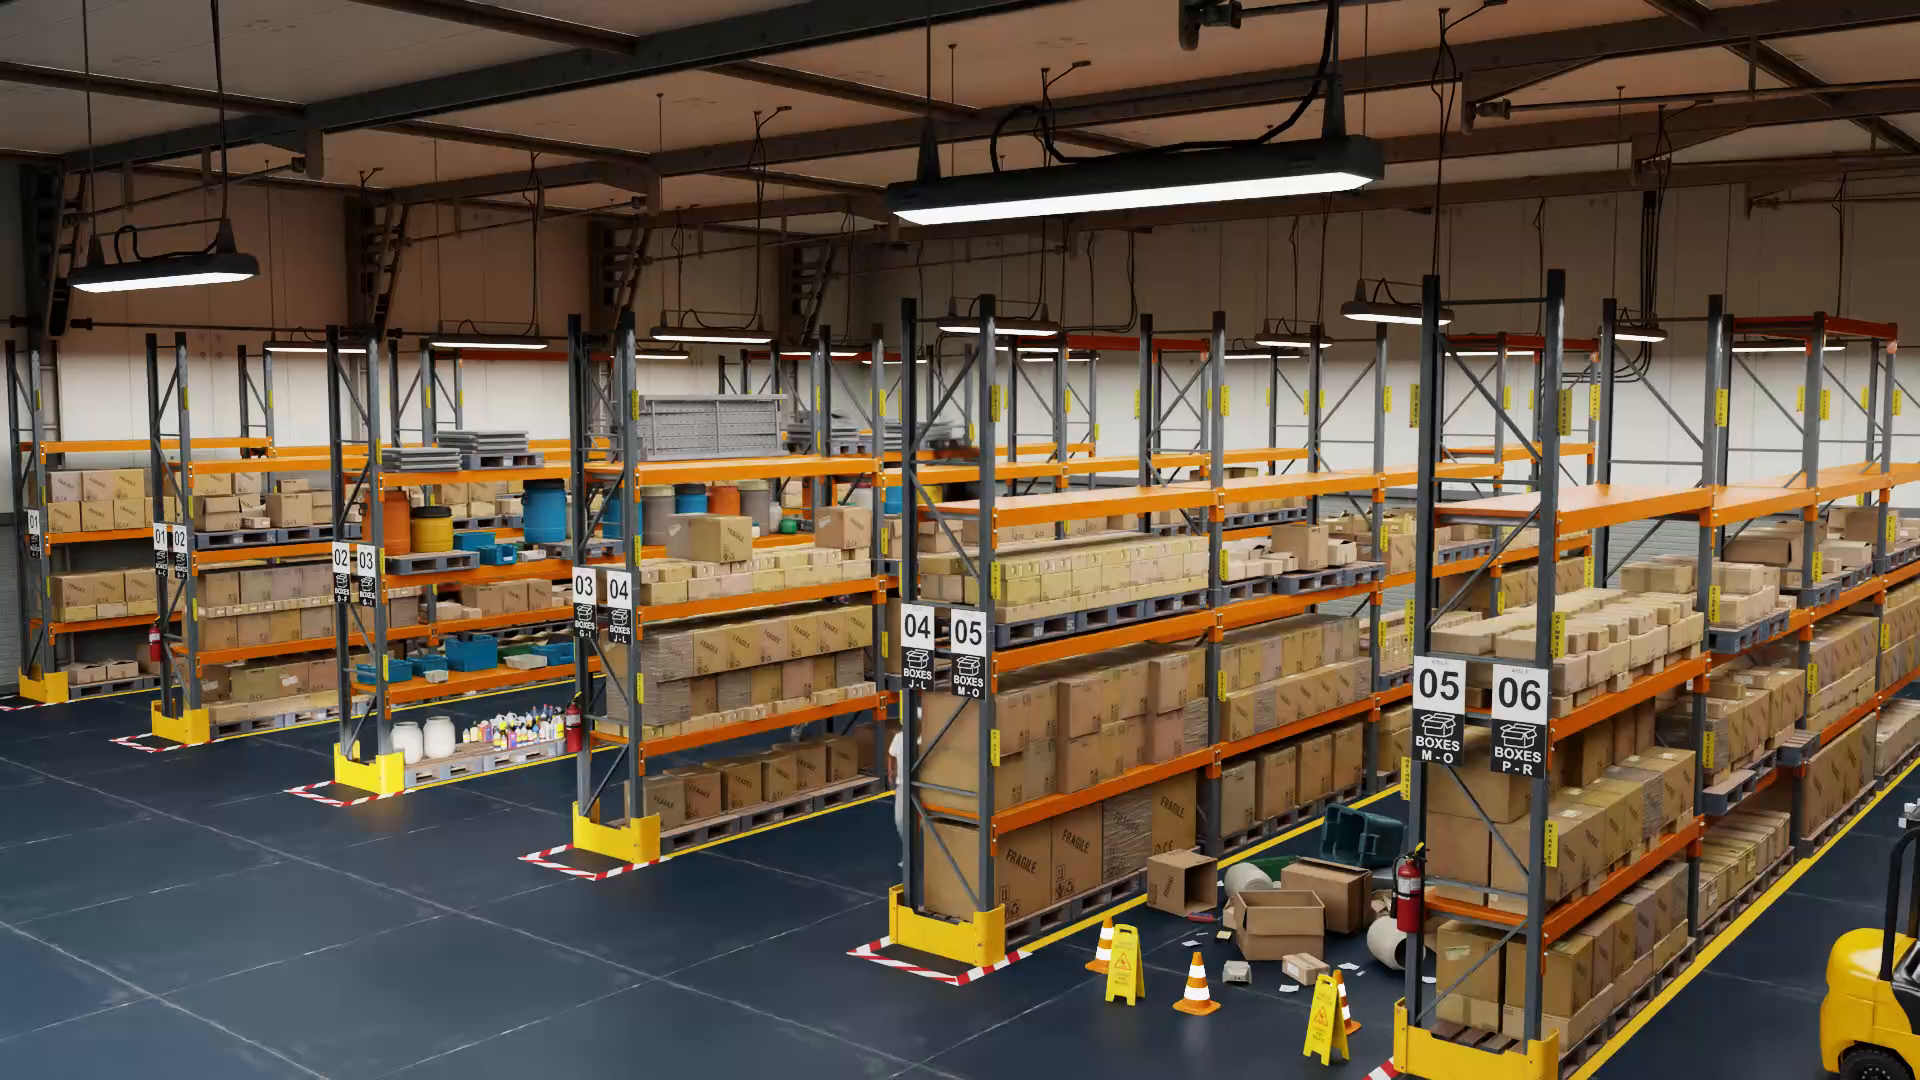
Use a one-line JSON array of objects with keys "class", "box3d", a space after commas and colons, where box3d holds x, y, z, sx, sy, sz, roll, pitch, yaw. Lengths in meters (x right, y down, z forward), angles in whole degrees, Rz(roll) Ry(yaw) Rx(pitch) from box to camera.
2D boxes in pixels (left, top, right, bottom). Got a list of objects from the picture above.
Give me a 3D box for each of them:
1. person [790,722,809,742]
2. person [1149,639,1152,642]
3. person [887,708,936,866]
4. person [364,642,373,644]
[{"class": "person", "box3d": [-2.416, 2.076, 24.382, 0.681, 1.853, 0.795, 2, 6, 25]}, {"class": "person", "box3d": [2.694, 2.177, 23.906, 0.529, 1.693, 0.887, 4, 7, 39]}, {"class": "person", "box3d": [-0.481, 2.679, 18.260, 0.731, 1.715, 0.659, 2, 6, 22]}, {"class": "person", "box3d": [-10.420, 1.631, 29.493, 0.685, 1.826, 0.776, 3, 6, 28]}]
